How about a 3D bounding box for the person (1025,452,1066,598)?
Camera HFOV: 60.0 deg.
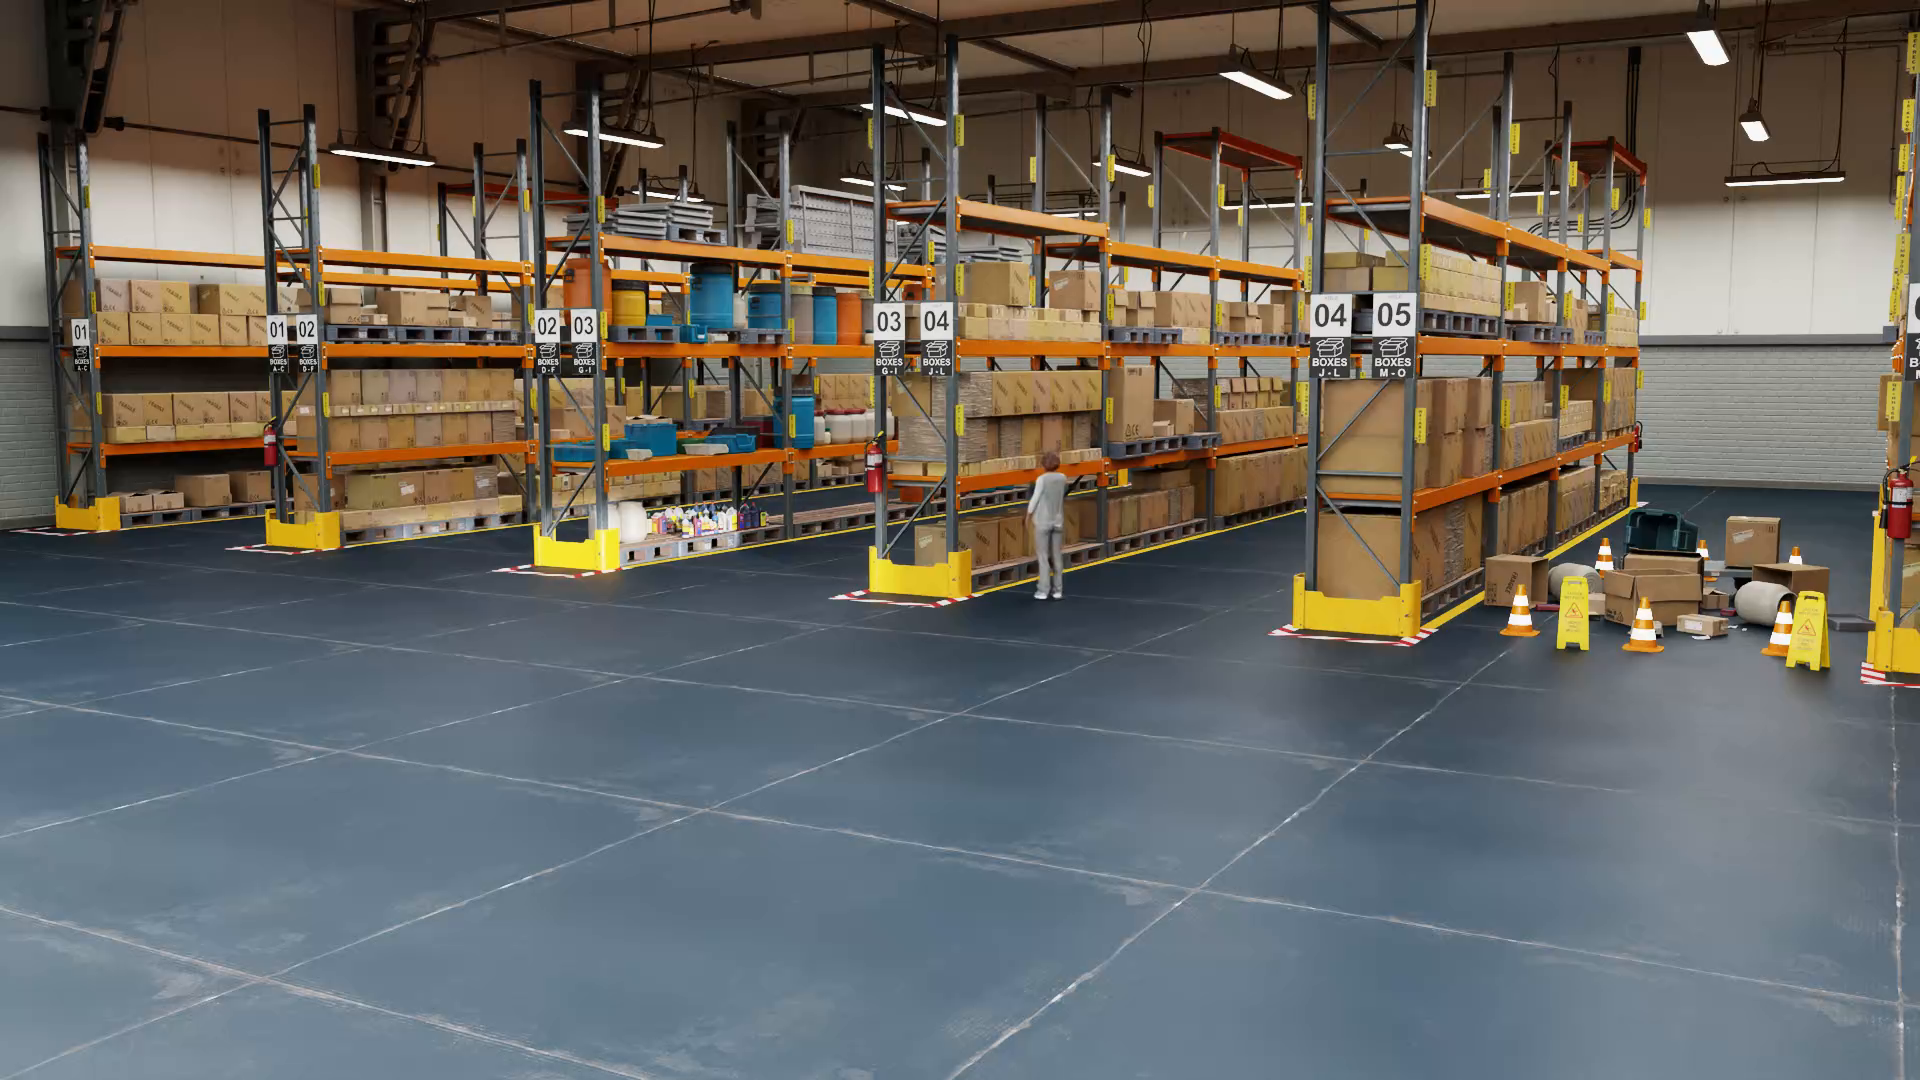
[{"bbox_3d":[0.942,-0.163,17.990,0.482,1.605,0.422,-4,7,-34],"label":"person"}]
